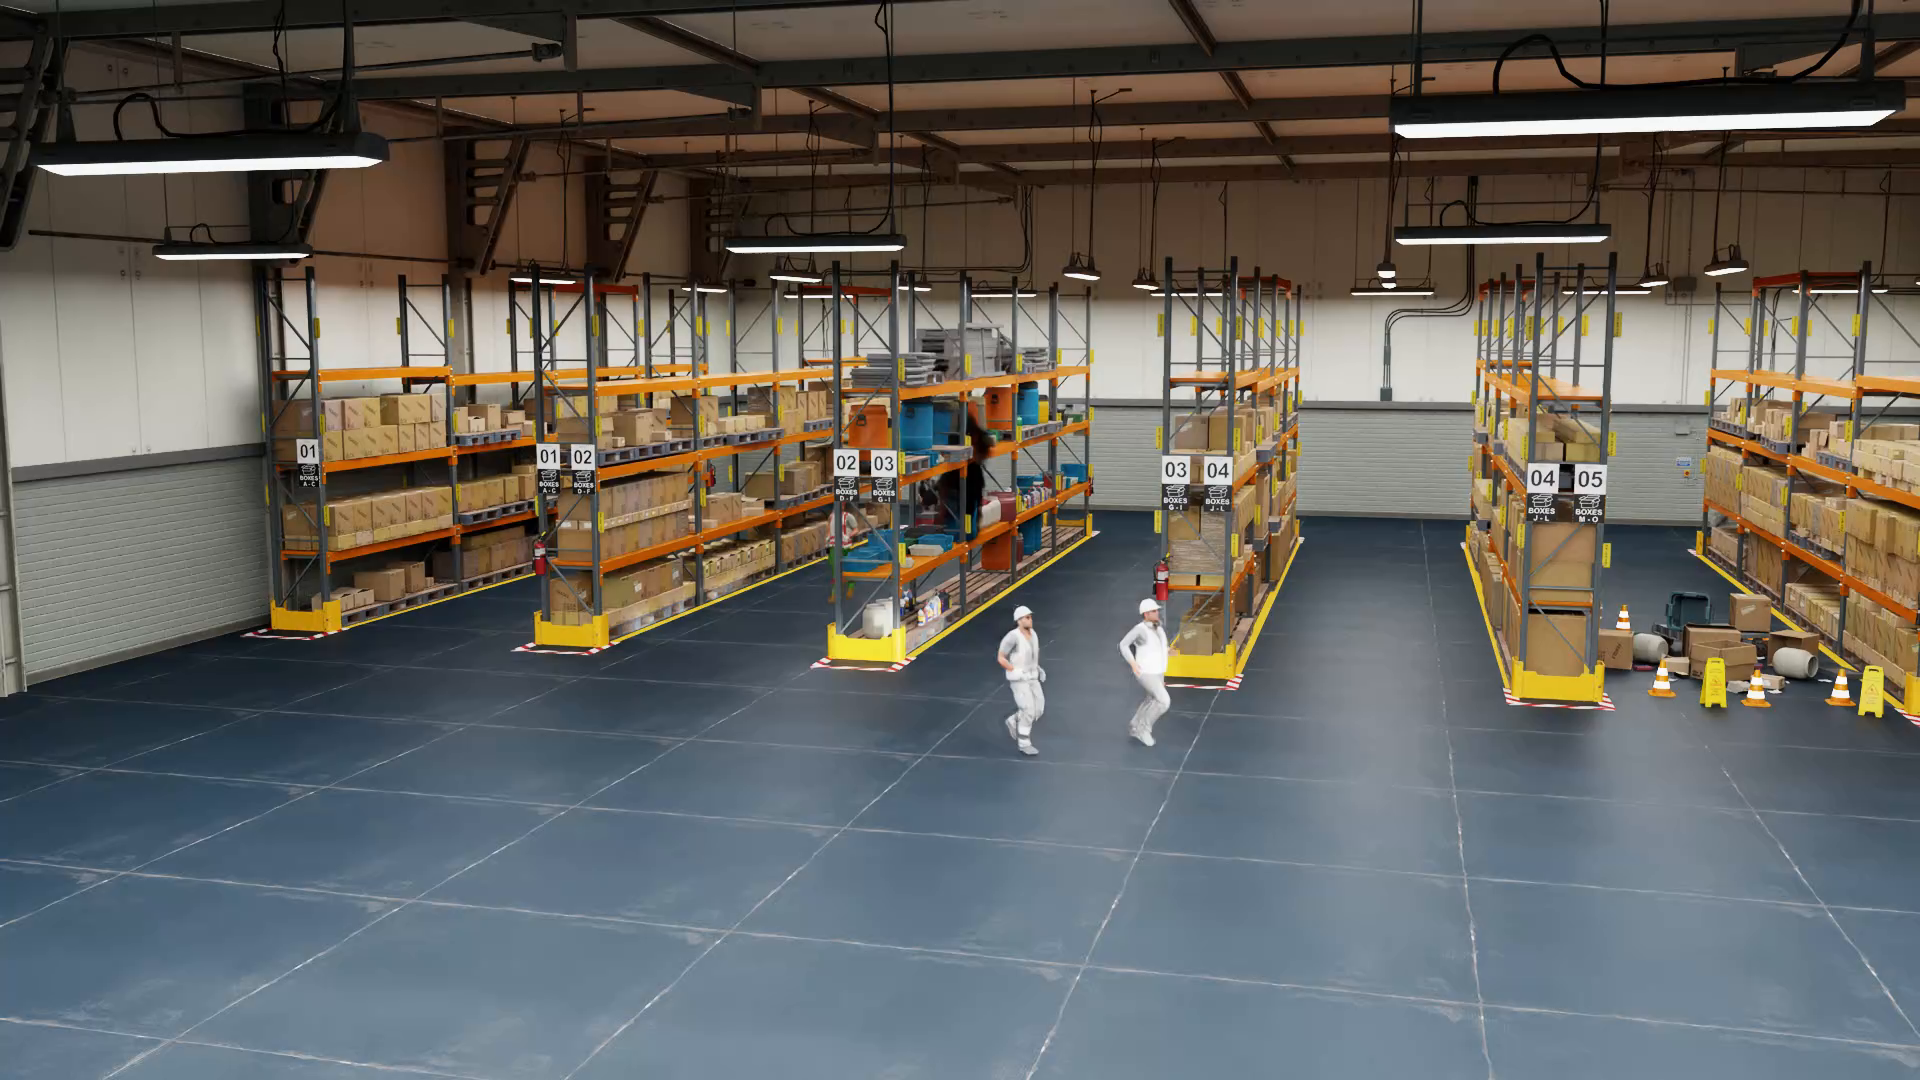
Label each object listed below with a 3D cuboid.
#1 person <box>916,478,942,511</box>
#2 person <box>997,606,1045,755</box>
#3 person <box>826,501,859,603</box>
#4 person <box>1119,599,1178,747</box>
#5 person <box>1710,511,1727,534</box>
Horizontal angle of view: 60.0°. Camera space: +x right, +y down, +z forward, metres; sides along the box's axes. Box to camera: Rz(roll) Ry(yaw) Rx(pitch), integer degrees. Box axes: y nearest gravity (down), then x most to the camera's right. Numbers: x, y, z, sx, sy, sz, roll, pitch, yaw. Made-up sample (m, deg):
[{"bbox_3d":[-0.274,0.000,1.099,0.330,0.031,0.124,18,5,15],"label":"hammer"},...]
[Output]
[{"bbox_3d":[-0.761,-0.831,39.429,0.642,1.675,0.651,1,7,7],"label":"person"},{"bbox_3d":[0.699,1.646,19.692,0.596,1.751,0.666,7,10,43],"label":"person"},{"bbox_3d":[-2.069,0.150,28.987,0.658,1.819,0.884,2,8,18],"label":"person"},{"bbox_3d":[2.310,1.596,20.022,0.693,1.771,0.629,5,9,35],"label":"person"},{"bbox_3d":[17.466,-0.625,38.085,0.706,1.603,0.611,7,10,42],"label":"person"}]
